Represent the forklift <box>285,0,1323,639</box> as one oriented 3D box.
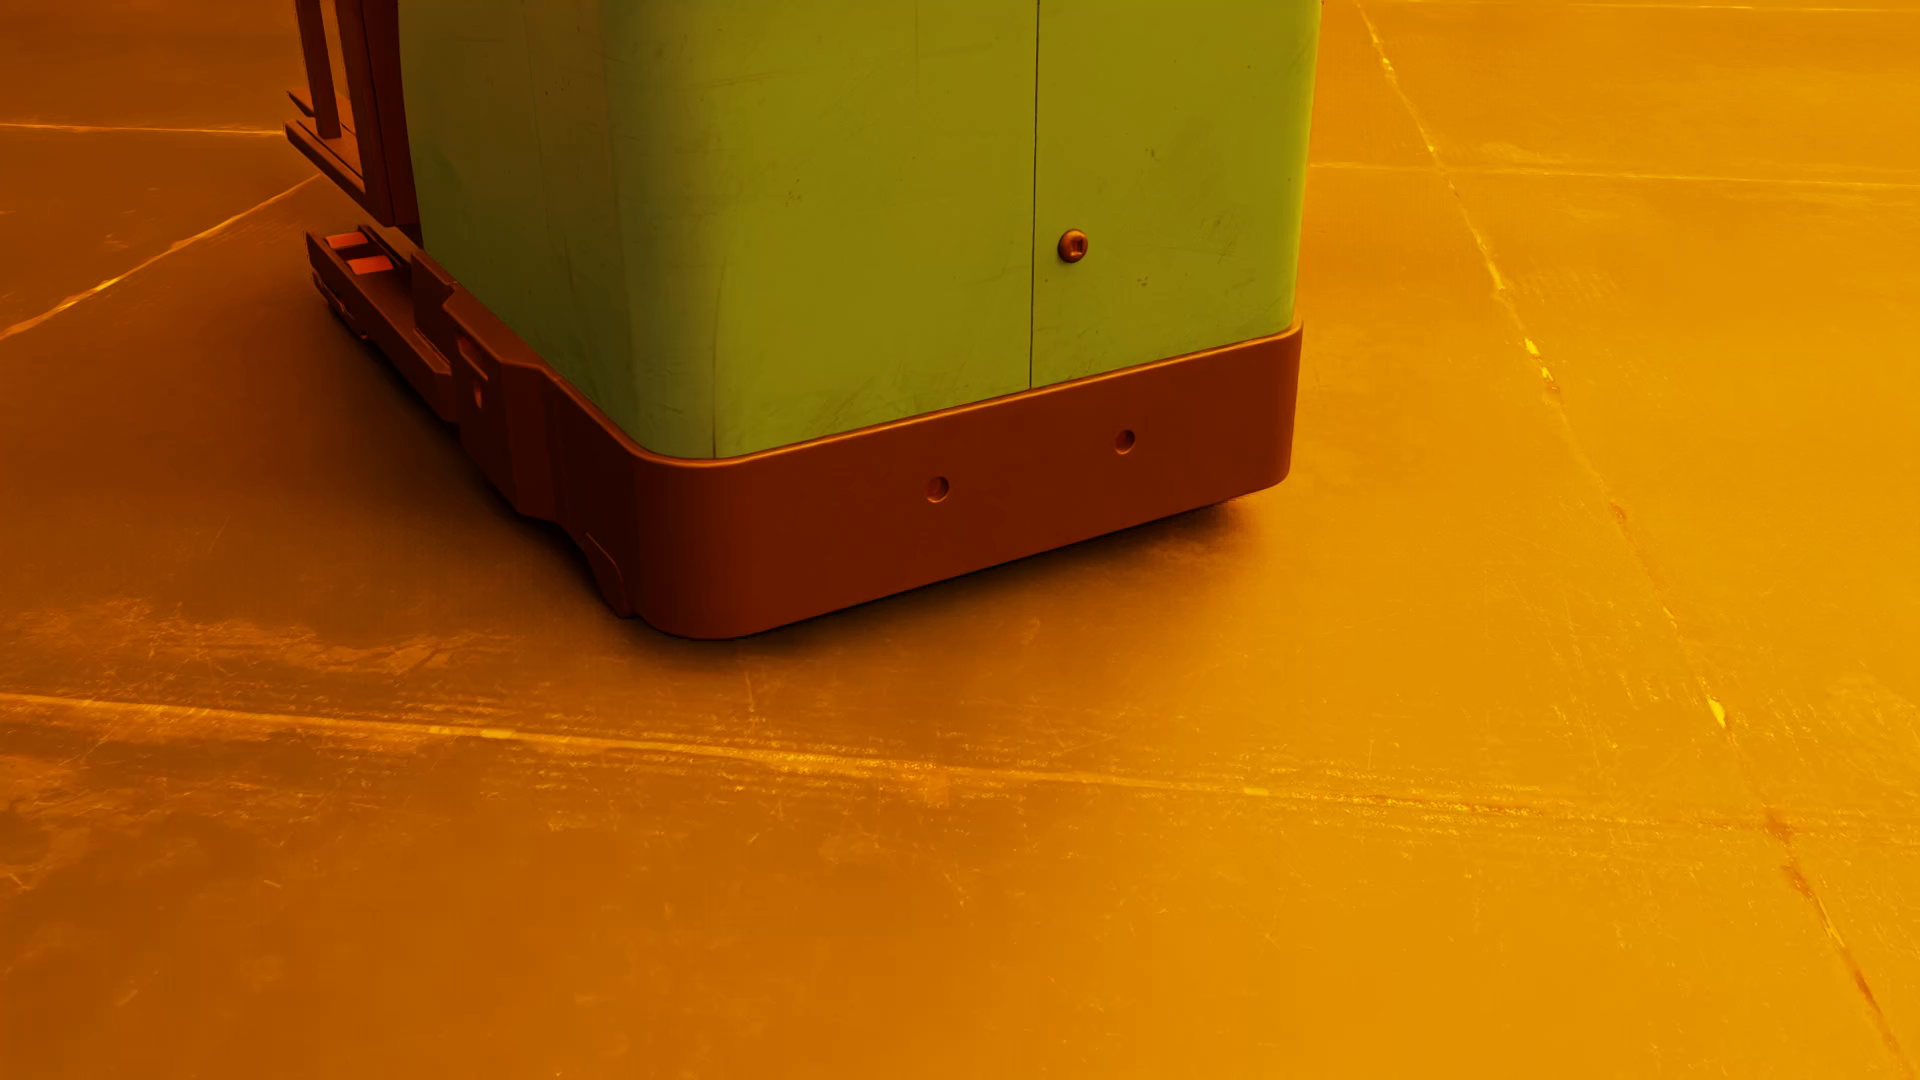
[{"bbox_3d":[-0.688,-1.803,2.831,1.130,2.935,3.031,-15,30,-28],"label":"forklift"}]
